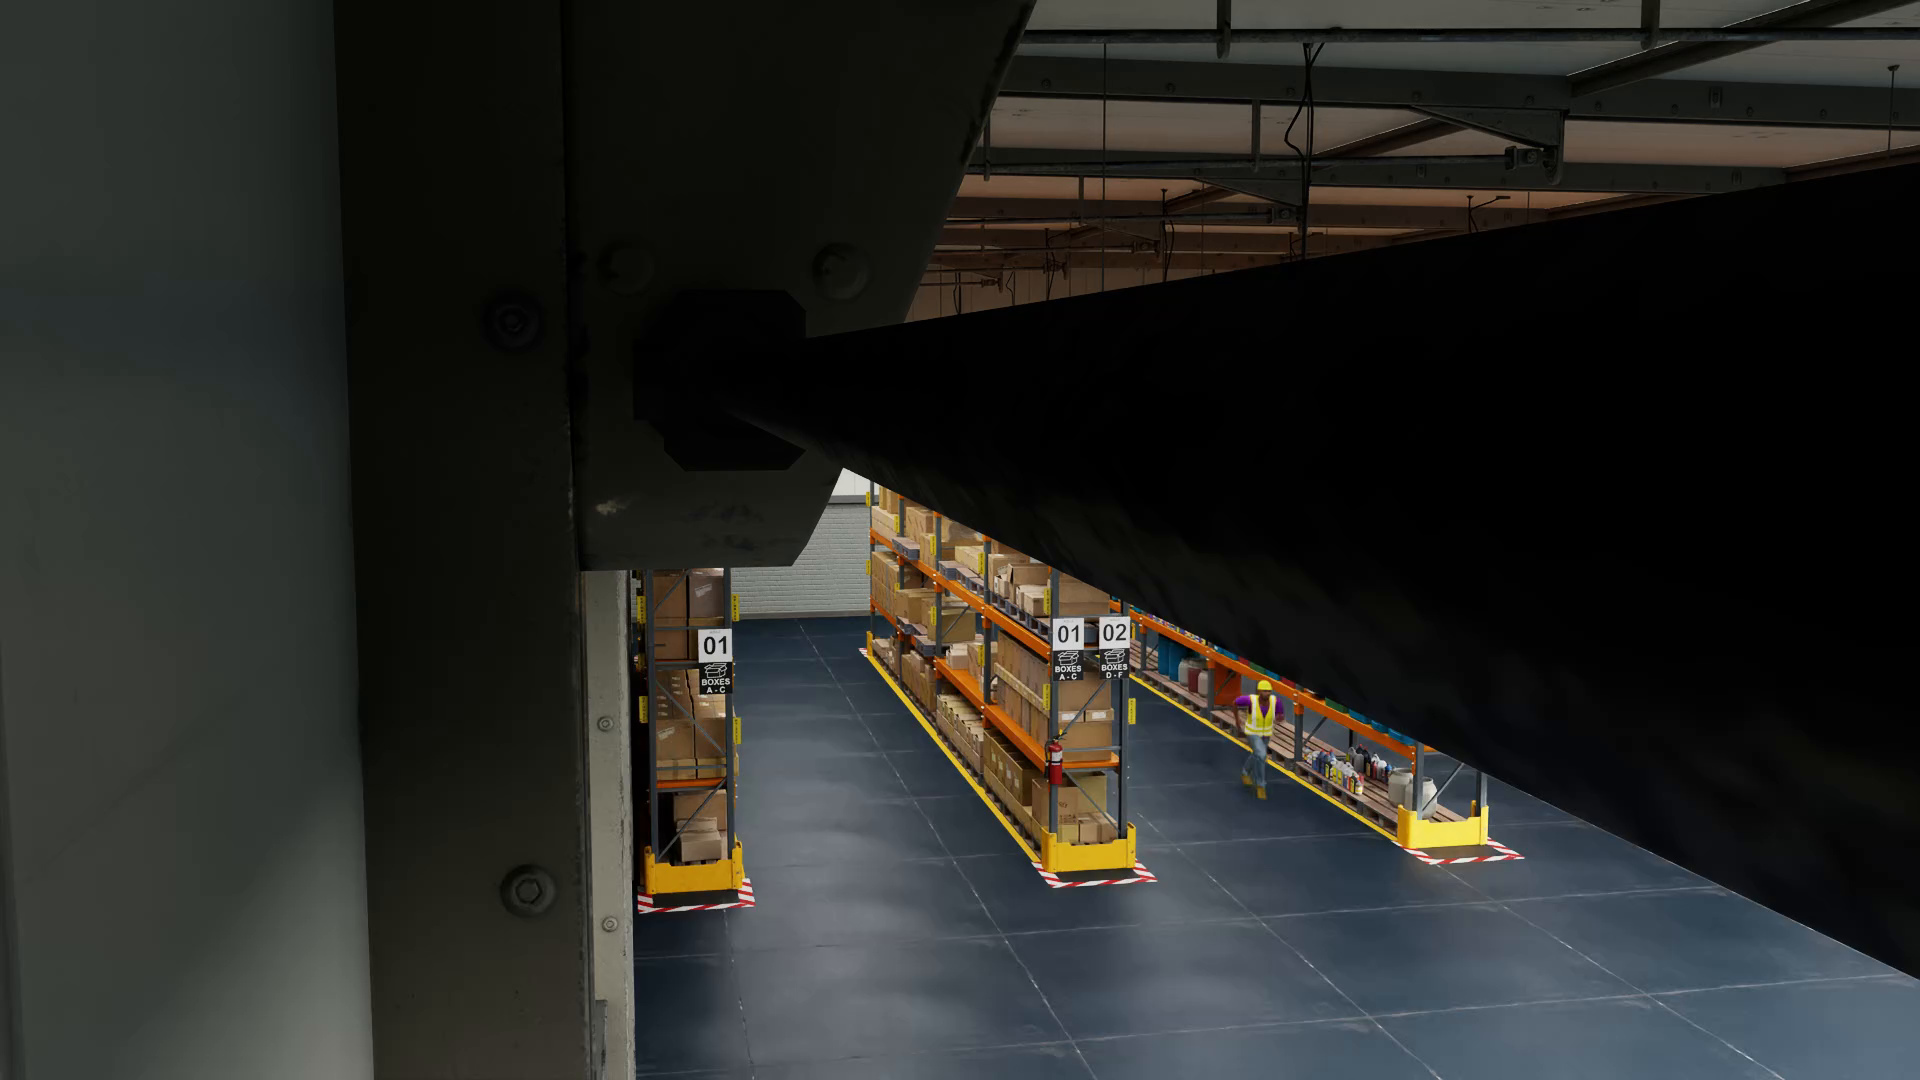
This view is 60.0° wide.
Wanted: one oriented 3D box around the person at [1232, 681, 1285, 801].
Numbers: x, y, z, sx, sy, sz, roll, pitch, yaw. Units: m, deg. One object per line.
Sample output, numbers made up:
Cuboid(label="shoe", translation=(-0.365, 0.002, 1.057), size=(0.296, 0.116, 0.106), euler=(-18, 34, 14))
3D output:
Cuboid(label="person", translation=(4.404, 2.912, 24.617), size=(0.690, 1.770, 0.958), euler=(-2, 6, -19))
